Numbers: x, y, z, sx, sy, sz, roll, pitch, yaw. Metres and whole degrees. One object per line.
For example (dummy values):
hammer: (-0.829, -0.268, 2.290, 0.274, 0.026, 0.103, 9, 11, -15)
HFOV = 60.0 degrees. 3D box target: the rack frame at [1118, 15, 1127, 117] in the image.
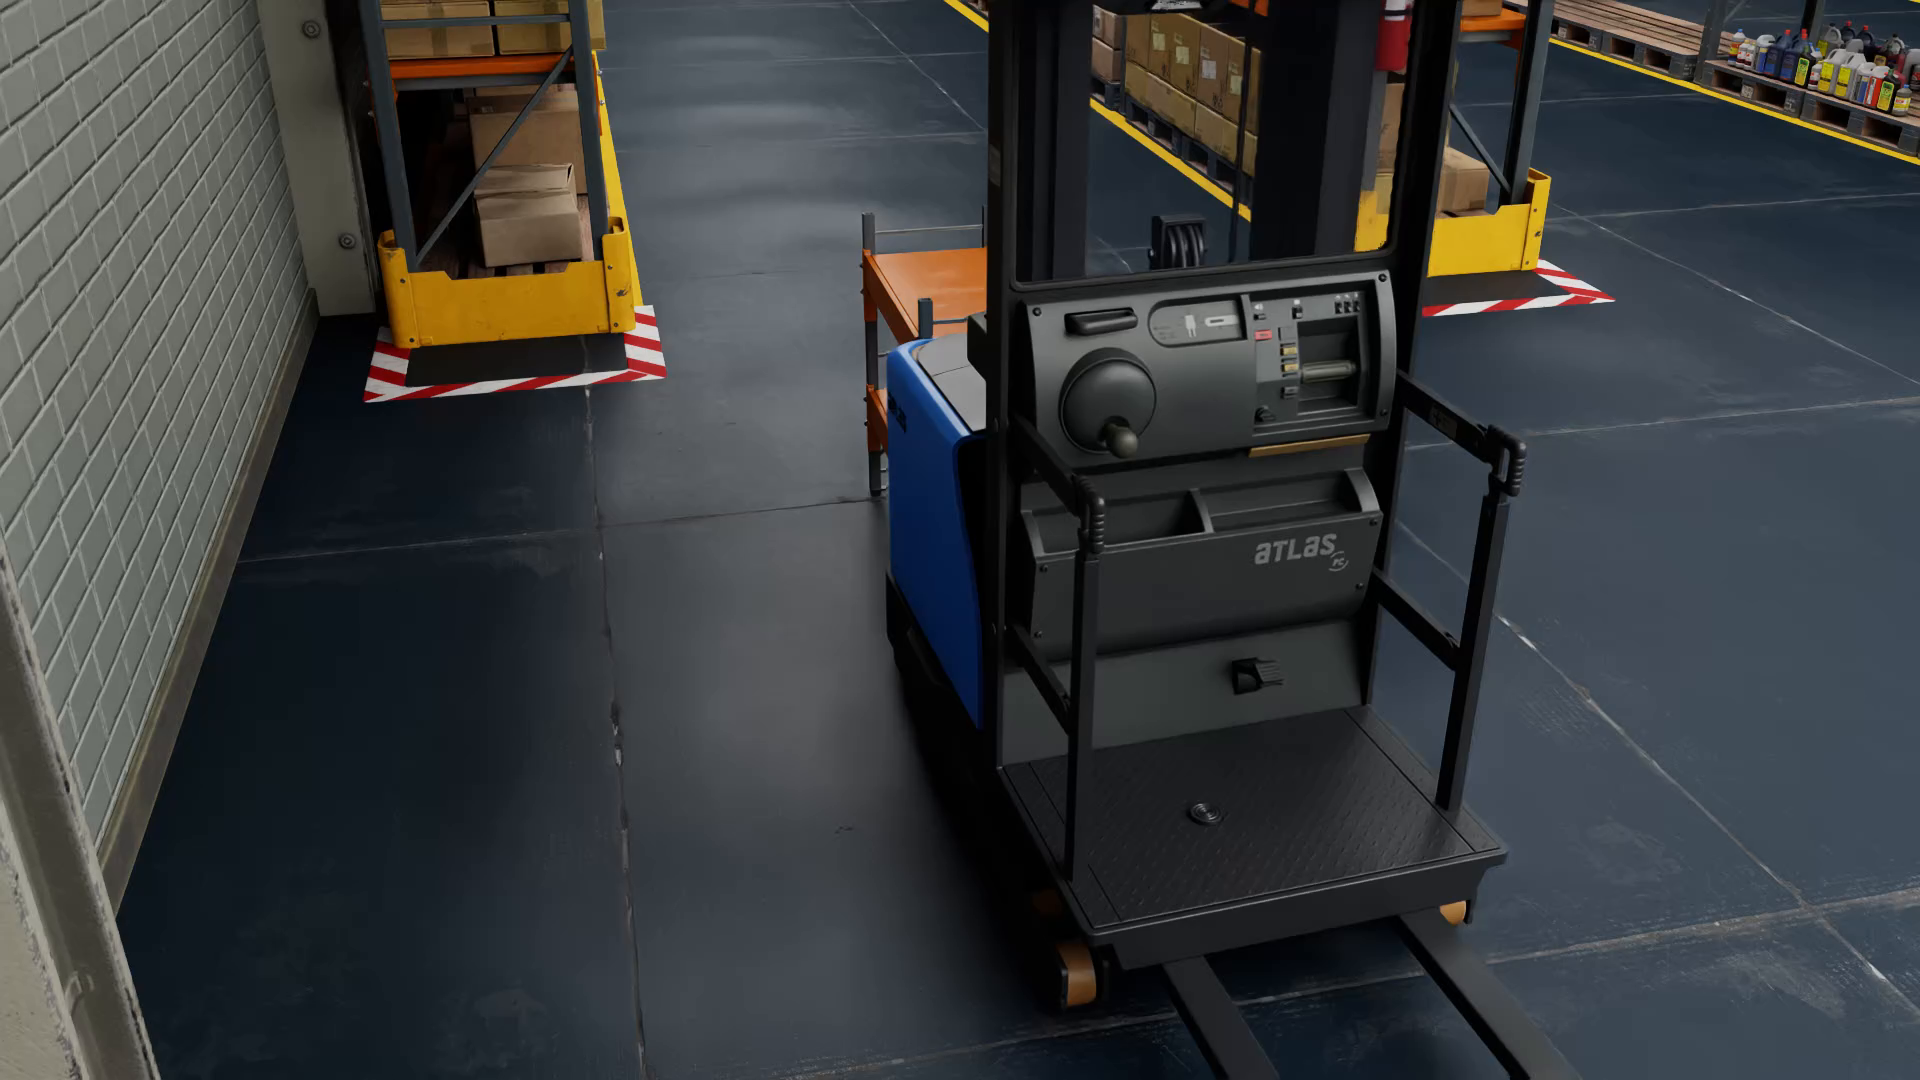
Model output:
rack frame: (1.713, -4.627, 12.089, 1.000, 3.000, 0.127, -6, 27, -12)

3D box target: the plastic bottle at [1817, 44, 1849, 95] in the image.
plastic bottle: (6.456, -3.476, 12.260, 0.144, 0.351, 0.185, -6, 27, -12)

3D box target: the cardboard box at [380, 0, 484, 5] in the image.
cardboard box: (-2.524, -2.829, 7.837, 0.500, 0.500, 0.500, -6, 27, -12)

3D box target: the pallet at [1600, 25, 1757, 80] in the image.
pallet: (6.325, -4.225, 14.386, 1.003, 0.211, 1.213, -6, 27, -12)

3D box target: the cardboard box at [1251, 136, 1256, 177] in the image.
cardboard box: (2.082, -2.255, 9.974, 0.500, 0.250, 0.500, -6, 27, -12)

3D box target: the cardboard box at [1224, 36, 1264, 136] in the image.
cardboard box: (1.964, -2.809, 10.239, 0.500, 0.500, 0.500, -6, 27, -12)

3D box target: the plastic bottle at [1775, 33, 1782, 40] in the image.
plastic bottle: (6.388, -3.800, 12.976, 0.061, 0.283, 0.133, -6, 27, -12)

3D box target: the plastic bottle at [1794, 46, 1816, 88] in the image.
plastic bottle: (6.357, -3.556, 12.493, 0.061, 0.283, 0.133, -5, 27, -9)

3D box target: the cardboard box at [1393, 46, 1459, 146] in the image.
cardboard box: (2.596, -2.643, 9.911, 0.500, 0.500, 0.500, -6, 27, -12)

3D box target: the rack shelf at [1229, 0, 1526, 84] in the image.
rack shelf: (2.164, -3.428, 10.511, 1.077, 0.370, 4.000, -6, 27, -12)

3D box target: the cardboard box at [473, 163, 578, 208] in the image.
cardboard box: (-2.407, -1.926, 9.232, 0.500, 0.311, 0.500, -4, 27, -7)

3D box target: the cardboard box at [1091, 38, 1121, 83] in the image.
cardboard box: (1.338, -3.740, 12.916, 0.500, 0.250, 0.500, -6, 27, -12)

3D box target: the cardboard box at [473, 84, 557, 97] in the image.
cardboard box: (-2.839, -2.752, 10.658, 0.500, 0.500, 0.500, -8, 28, -15)

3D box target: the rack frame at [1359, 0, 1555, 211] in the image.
rack frame: (2.615, -2.871, 8.610, 1.000, 3.000, 0.127, -6, 27, -12)

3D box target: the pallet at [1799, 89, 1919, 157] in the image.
pallet: (6.929, -3.048, 12.055, 1.003, 0.211, 1.213, -6, 27, -12)

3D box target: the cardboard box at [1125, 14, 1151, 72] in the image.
cardboard box: (1.513, -3.687, 11.978, 0.500, 0.500, 0.500, -6, 27, -12)

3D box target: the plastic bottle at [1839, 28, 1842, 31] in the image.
plastic bottle: (6.970, -3.935, 13.243, 0.061, 0.283, 0.133, -5, 27, -9)

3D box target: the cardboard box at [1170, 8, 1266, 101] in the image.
cardboard box: (1.738, -3.248, 11.109, 0.500, 0.500, 0.500, -6, 27, -12)

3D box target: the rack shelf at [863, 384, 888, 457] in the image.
rack shelf: (-0.002, -0.287, 6.113, 0.538, 0.278, 1.000, -6, 27, -12)

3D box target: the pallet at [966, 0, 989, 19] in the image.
pallet: (0.681, -5.470, 16.853, 1.003, 0.211, 1.213, -6, 27, -12)

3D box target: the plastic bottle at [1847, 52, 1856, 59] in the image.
plastic bottle: (6.595, -3.469, 12.329, 0.152, 0.276, 0.135, -6, 27, -12)

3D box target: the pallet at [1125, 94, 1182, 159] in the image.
pallet: (1.852, -3.029, 12.017, 1.003, 0.211, 1.213, -6, 27, -12)

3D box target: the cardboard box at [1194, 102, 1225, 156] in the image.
cardboard box: (1.856, -2.694, 10.844, 0.500, 0.250, 0.500, -6, 27, -12)

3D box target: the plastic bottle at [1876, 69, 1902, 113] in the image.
plastic bottle: (6.557, -3.168, 11.723, 0.061, 0.283, 0.133, -5, 27, -10)

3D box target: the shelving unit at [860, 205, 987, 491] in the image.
shelving unit: (-0.002, -0.505, 6.002, 0.538, 1.125, 1.048, -6, 27, -12)

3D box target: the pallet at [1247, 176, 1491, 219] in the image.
pallet: (2.402, -1.958, 9.895, 1.003, 0.211, 1.213, -6, 27, -12)

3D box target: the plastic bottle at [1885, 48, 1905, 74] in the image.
plastic bottle: (7.011, -3.550, 12.481, 0.061, 0.283, 0.133, -6, 27, -12)

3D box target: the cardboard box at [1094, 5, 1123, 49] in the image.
cardboard box: (1.343, -3.986, 12.782, 0.500, 0.311, 0.500, -6, 27, -12)

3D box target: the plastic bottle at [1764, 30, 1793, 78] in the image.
plastic bottle: (6.318, -3.746, 12.794, 0.144, 0.351, 0.185, -5, 27, -10)

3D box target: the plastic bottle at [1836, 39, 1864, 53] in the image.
plastic bottle: (6.871, -3.745, 12.876, 0.152, 0.276, 0.135, -6, 27, -12)

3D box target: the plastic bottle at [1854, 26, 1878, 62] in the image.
plastic bottle: (7.009, -3.805, 12.911, 0.144, 0.351, 0.185, -7, 28, -14)

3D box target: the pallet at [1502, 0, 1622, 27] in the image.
pallet: (5.775, -5.296, 16.508, 1.003, 0.211, 1.213, -6, 27, -12)

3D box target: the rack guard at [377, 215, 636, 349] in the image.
rack guard: (-2.228, -1.284, 8.239, 1.175, 0.500, 0.348, -6, 27, -12)

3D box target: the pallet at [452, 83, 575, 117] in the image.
pallet: (-3.289, -3.219, 12.394, 1.003, 0.211, 1.213, -6, 27, -12)

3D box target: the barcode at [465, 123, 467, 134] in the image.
barcode: (-3.213, -2.674, 10.816, 0.001, 0.075, 0.075, -6, 27, -12)

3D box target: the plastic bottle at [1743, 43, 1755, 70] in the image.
plastic bottle: (6.231, -3.802, 13.071, 0.097, 0.201, 0.097, 0, 27, 0)

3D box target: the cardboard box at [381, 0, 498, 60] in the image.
cardboard box: (-2.505, -2.494, 8.007, 0.500, 0.250, 0.500, -6, 27, -11)

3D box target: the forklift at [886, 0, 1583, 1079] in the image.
forklift: (0.667, -0.381, 3.752, 1.130, 2.935, 3.031, -8, 28, -15)

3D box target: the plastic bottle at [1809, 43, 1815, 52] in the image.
plastic bottle: (6.468, -3.659, 12.710, 0.097, 0.271, 0.097, 0, 27, 0)

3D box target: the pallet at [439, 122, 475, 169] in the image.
pallet: (-2.926, -2.586, 11.140, 1.003, 0.211, 1.213, -6, 27, -12)

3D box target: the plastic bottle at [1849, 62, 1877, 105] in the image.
plastic bottle: (6.539, -3.289, 11.972, 0.152, 0.276, 0.135, -7, 28, -13)

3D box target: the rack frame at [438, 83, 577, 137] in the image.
rack frame: (-3.112, -4.123, 11.089, 1.000, 3.000, 0.127, -6, 27, -12)

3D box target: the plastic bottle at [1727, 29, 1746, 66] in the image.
plastic bottle: (6.185, -3.923, 13.232, 0.097, 0.271, 0.097, 0, 27, 0)

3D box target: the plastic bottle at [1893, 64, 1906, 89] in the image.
plastic bottle: (6.674, -3.243, 11.872, 0.061, 0.283, 0.133, -6, 27, -12)

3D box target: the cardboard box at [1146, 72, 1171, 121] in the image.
cardboard box: (1.630, -3.133, 11.713, 0.500, 0.250, 0.500, -6, 27, -12)

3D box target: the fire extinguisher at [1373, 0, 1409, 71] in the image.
fire extinguisher: (2.189, -2.738, 8.431, 0.296, 0.674, 0.183, -6, 27, -12)

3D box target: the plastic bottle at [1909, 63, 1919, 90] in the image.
plastic bottle: (7.168, -3.475, 12.424, 0.097, 0.201, 0.097, 0, 27, 0)

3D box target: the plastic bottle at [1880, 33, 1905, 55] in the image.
plastic bottle: (7.082, -3.663, 12.630, 0.144, 0.351, 0.185, -6, 27, -12)

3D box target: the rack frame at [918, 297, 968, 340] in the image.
rack frame: (0.113, -0.282, 5.560, 0.500, 1.125, 0.032, -6, 27, -12)
